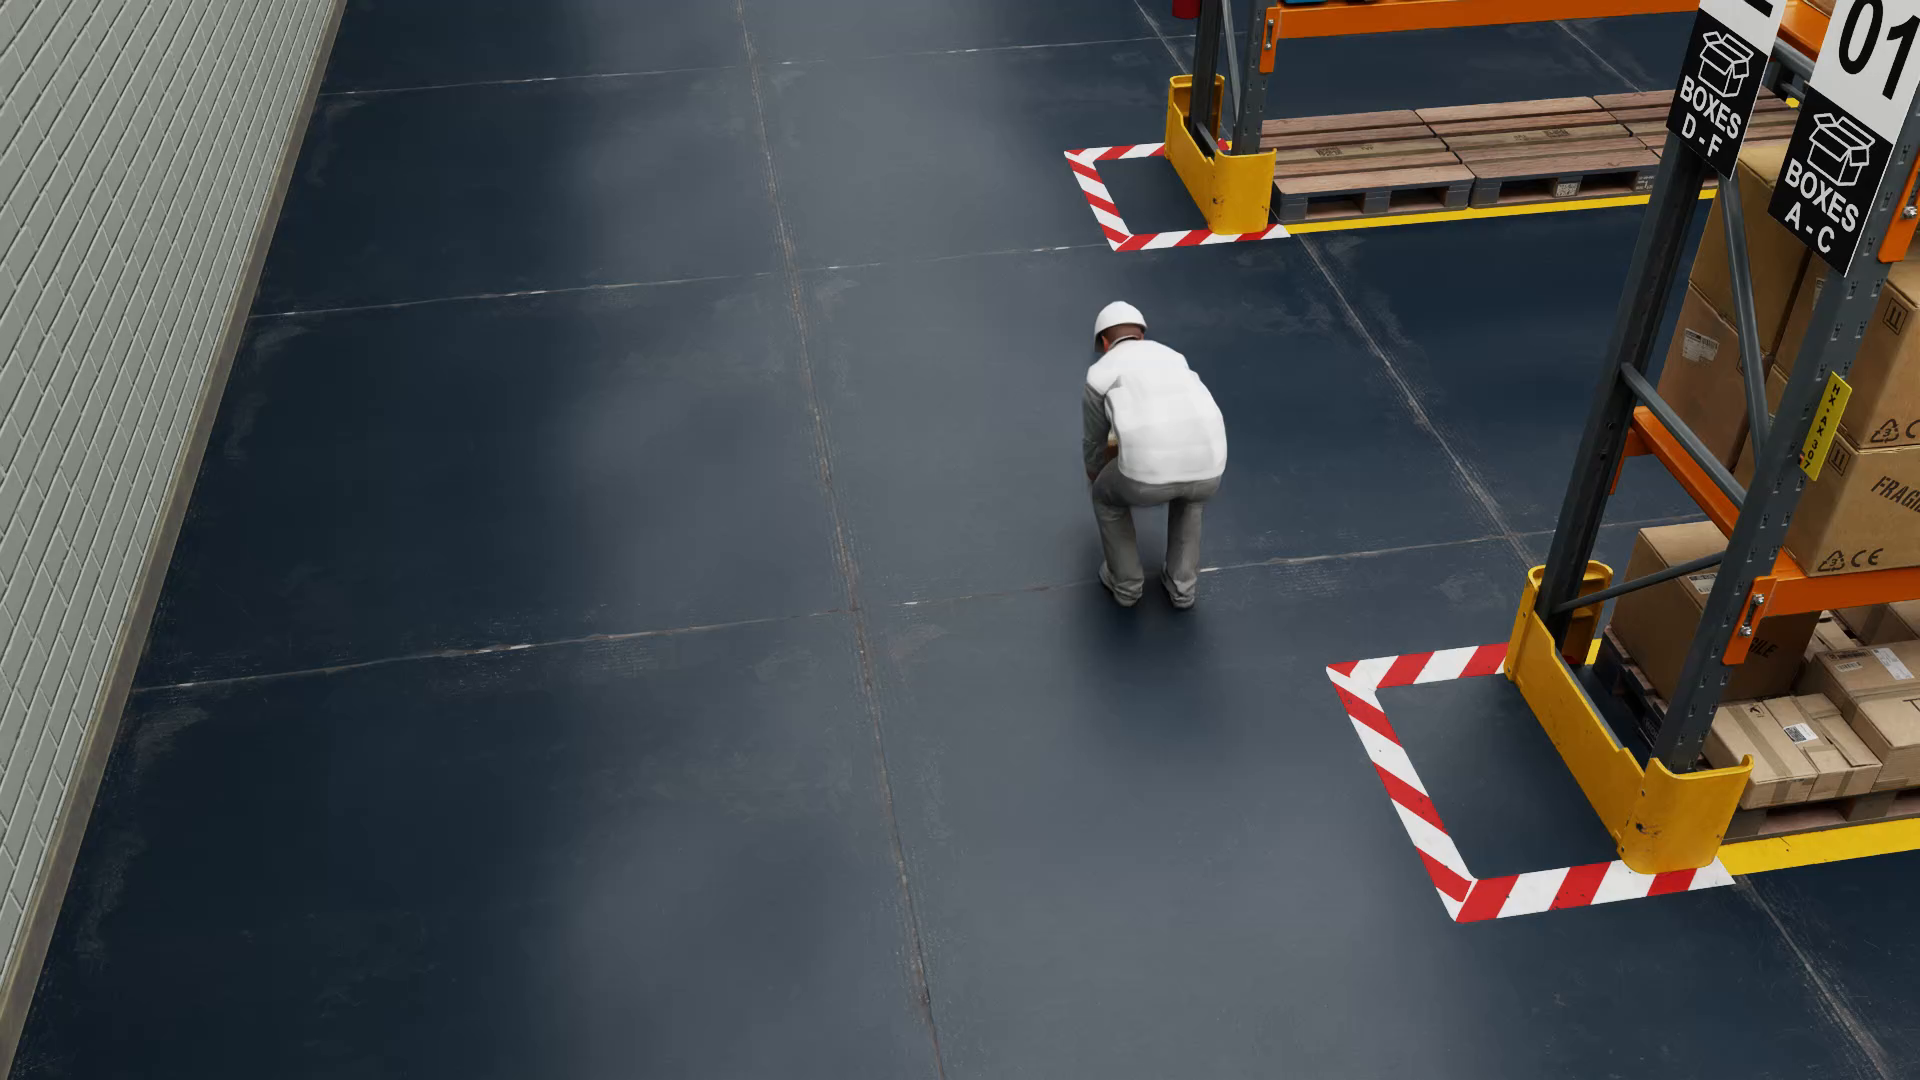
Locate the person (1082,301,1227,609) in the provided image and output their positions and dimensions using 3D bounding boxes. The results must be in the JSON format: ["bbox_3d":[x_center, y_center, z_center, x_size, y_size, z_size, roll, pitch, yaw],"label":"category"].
[{"bbox_3d":[0.780,-0.328,7.079,0.487,1.112,0.994,-8,39,-10],"label":"person"}]
